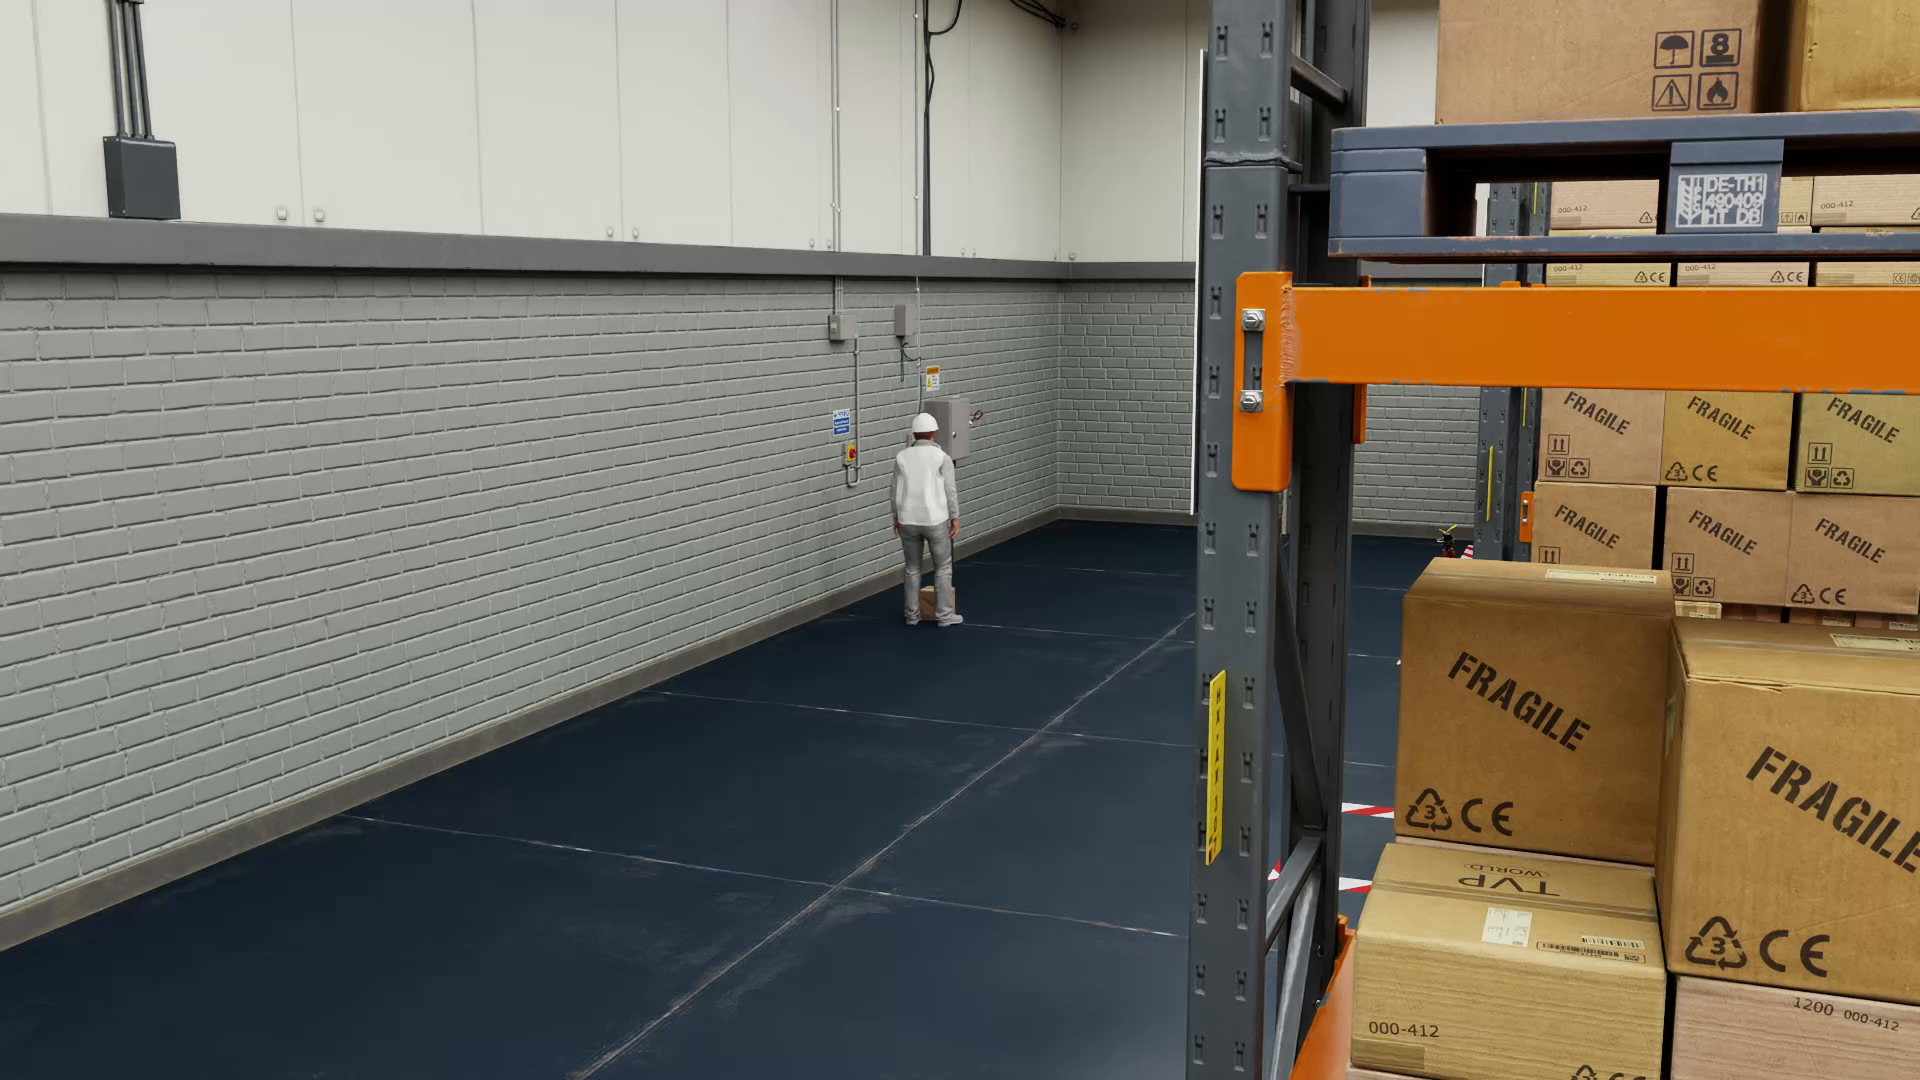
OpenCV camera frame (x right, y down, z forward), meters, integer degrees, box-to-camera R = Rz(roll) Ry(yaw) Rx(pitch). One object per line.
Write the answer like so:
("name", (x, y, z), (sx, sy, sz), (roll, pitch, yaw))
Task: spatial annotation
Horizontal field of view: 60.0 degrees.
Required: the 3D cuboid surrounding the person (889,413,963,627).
("person", (-0.290, -0.171, 13.888), (0.595, 1.771, 0.463), (3, 9, 18))
